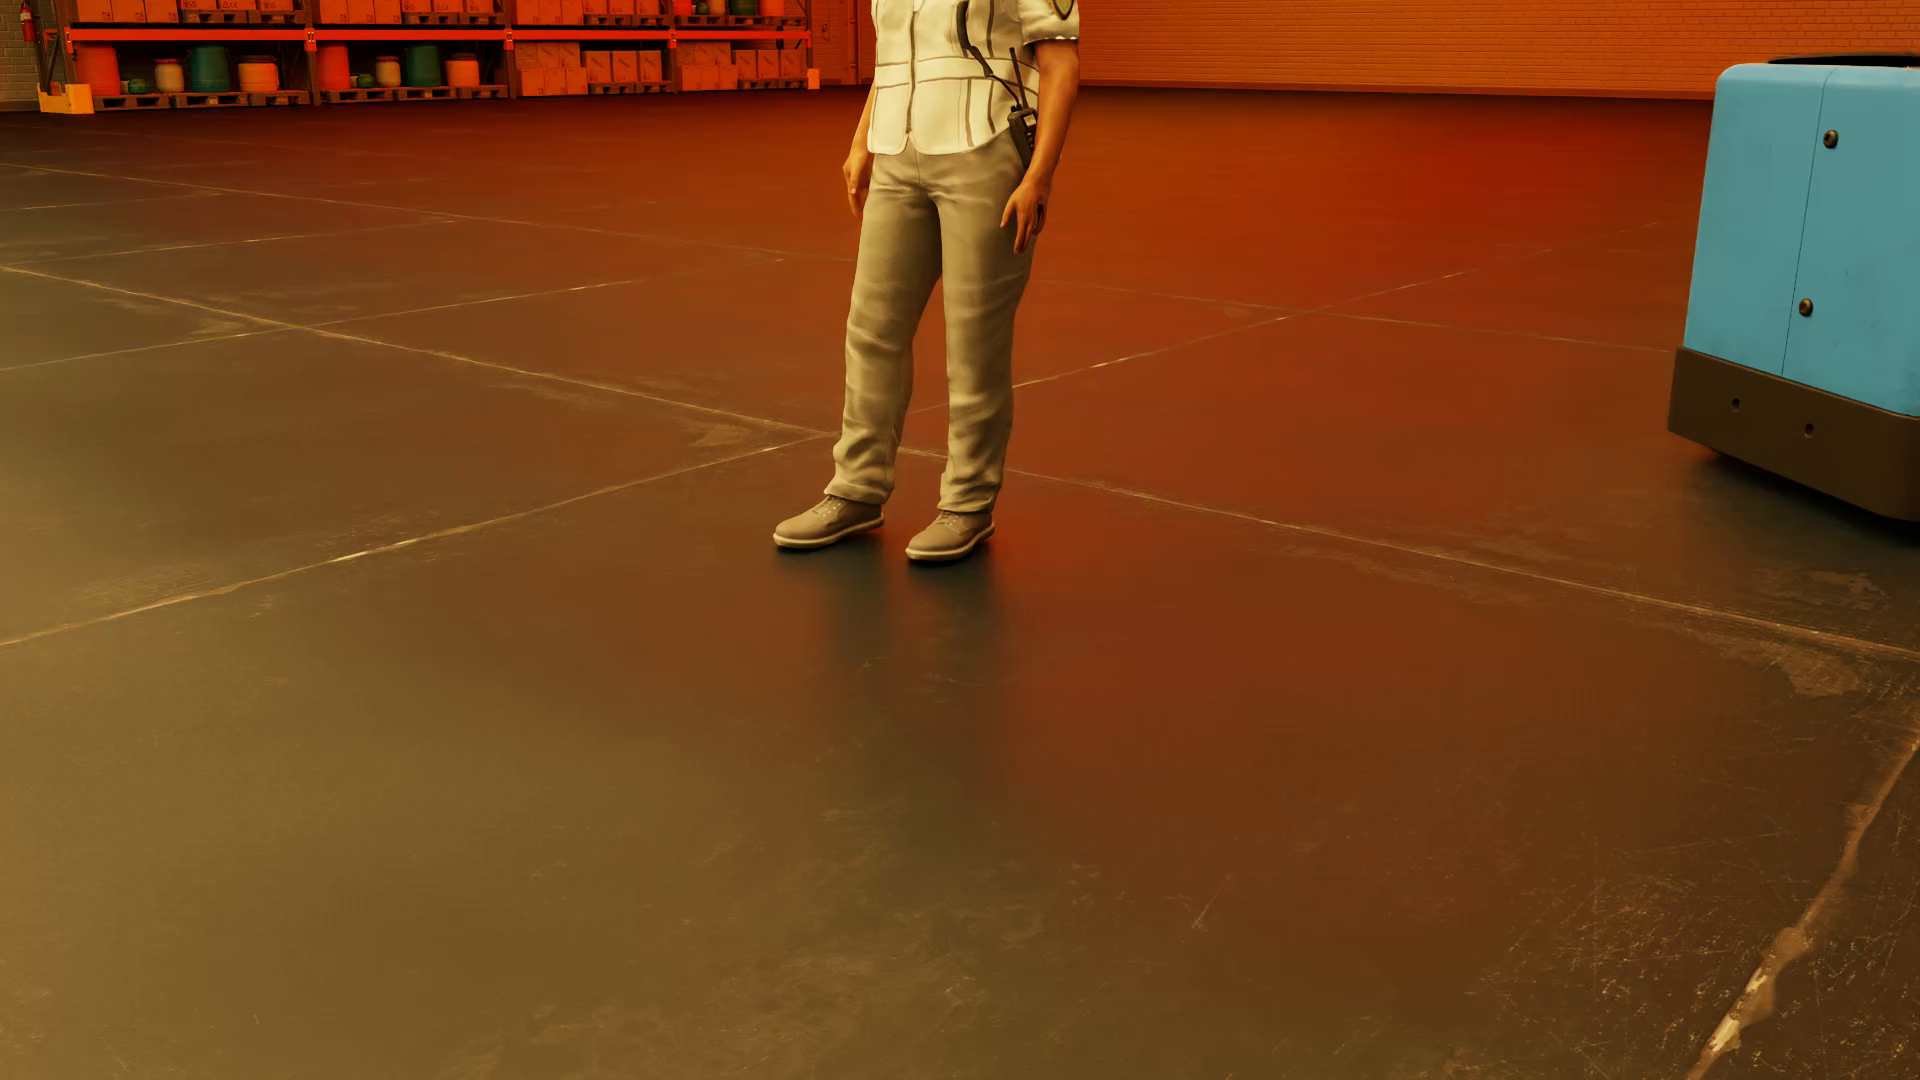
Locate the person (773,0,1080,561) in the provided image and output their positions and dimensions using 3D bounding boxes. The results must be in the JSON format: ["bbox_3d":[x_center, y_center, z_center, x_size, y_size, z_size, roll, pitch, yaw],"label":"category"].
[{"bbox_3d":[-0.066,-0.791,3.655,0.598,1.670,0.529,13,21,37],"label":"person"}]

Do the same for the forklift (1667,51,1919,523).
[{"bbox_3d":[3.571,-1.587,4.122,3.031,2.935,1.130,-3,17,-9],"label":"forklift"}]
